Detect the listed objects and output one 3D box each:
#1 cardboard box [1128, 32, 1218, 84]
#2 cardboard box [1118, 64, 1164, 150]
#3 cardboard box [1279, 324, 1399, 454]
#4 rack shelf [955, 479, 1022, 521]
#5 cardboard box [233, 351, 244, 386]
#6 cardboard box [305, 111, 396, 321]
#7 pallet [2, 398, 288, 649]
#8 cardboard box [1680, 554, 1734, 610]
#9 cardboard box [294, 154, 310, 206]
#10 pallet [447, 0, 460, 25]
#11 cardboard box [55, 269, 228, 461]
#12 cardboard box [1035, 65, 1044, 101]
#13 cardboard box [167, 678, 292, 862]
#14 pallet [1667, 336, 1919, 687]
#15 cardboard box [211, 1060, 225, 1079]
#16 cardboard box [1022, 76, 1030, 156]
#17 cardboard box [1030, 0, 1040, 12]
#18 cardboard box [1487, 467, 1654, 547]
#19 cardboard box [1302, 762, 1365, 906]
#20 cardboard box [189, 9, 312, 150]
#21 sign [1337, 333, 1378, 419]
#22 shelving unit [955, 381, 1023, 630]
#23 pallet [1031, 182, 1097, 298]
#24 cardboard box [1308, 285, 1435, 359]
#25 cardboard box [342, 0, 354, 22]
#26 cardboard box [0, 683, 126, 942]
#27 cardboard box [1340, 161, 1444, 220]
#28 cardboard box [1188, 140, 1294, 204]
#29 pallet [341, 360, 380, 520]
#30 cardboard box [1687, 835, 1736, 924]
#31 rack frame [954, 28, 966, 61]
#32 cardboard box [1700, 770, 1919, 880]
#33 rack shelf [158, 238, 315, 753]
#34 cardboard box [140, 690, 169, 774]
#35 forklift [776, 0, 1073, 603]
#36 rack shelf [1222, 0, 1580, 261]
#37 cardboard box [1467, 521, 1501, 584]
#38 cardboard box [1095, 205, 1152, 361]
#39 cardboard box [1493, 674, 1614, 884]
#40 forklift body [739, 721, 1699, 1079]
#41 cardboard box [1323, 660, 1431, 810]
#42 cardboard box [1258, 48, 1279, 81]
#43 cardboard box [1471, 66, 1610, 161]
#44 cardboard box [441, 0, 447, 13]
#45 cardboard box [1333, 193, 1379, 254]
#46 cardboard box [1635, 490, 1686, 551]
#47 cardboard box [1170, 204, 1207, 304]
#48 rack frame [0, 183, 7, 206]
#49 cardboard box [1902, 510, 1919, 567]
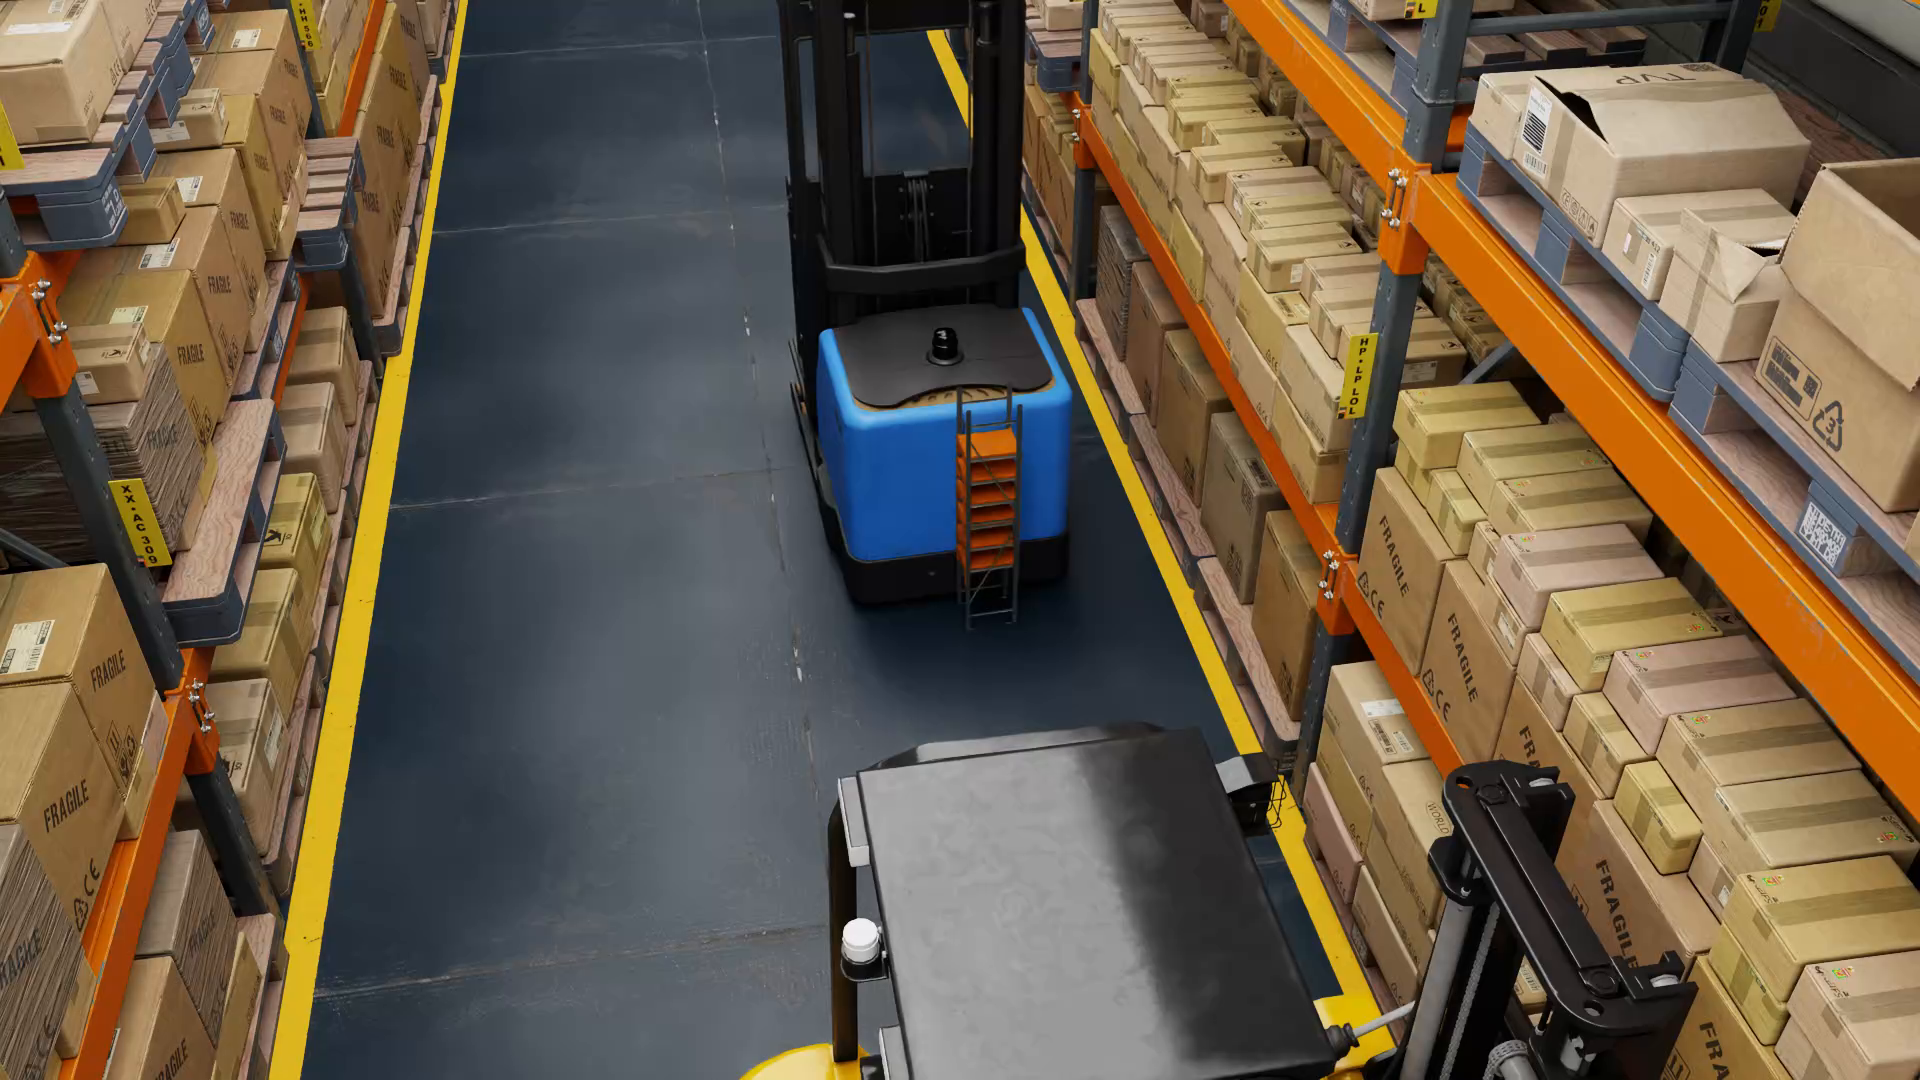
[{"bbox_3d":[1.039,-2.354,8.125,0.380,0.149,0.250,-5,38,-7],"label":"cardboard box"},{"bbox_3d":[1.079,-2.138,8.171,0.500,0.250,0.500,-5,38,-7],"label":"cardboard box"},{"bbox_3d":[1.518,-0.588,6.176,0.500,0.250,0.500,-7,38,-9],"label":"cardboard box"},{"bbox_3d":[0.124,-0.191,7.294,0.258,0.103,0.180,-8,38,-10],"label":"rack shelf"},{"bbox_3d":[-3.021,-0.703,6.472,0.380,0.149,0.250,-6,38,-8],"label":"cardboard box"},{"bbox_3d":[-3.771,-1.813,9.428,0.875,0.875,0.875,-7,38,-8],"label":"cardboard box"},{"bbox_3d":[-3.021,-0.046,5.920,1.003,0.211,1.213,-6,38,-8],"label":"pallet"},{"bbox_3d":[2.365,0.151,4.900,0.380,0.149,0.250,-6,38,-8],"label":"cardboard box"},{"bbox_3d":[-3.236,-1.653,7.695,0.380,0.149,0.250,-7,38,-8],"label":"cardboard box"},{"bbox_3d":[-4.706,-4.581,13.875,1.003,0.211,1.213,-6,38,-8],"label":"pallet"},{"bbox_3d":[-2.918,-0.584,5.790,0.500,0.500,0.500,-6,38,-8],"label":"cardboard box"},{"bbox_3d":[0.692,-2.943,10.659,0.380,0.149,0.250,-7,38,-9],"label":"cardboard box"},{"bbox_3d":[-3.124,0.911,6.332,0.950,0.372,0.625,-6,38,-7],"label":"cardboard box"},{"bbox_3d":[2.242,-0.082,3.438,1.003,0.211,1.213,-6,38,-8],"label":"pallet"},{"bbox_3d":[-2.558,1.925,5.127,0.500,0.250,0.500,-7,38,-9],"label":"cardboard box"},{"bbox_3d":[0.588,-2.938,11.182,0.500,0.500,0.500,-8,38,-10],"label":"cardboard box"},{"bbox_3d":[0.651,-3.305,9.740,0.500,0.250,0.500,-8,39,-10],"label":"cardboard box"},{"bbox_3d":[1.808,-0.068,4.939,0.380,0.149,0.250,-7,38,-9],"label":"cardboard box"},{"bbox_3d":[1.615,1.067,6.230,0.500,0.250,0.500,-6,38,-7],"label":"cardboard box"},{"bbox_3d":[-3.378,-2.138,7.791,0.500,0.500,0.500,-7,38,-9],"label":"cardboard box"},{"bbox_3d":[1.324,-0.542,5.523,0.100,0.325,0.005,-6,38,-8],"label":"sign"},{"bbox_3d":[0.124,-0.131,7.341,0.258,1.200,0.189,-8,38,-10],"label":"shelving unit"},{"bbox_3d":[1.061,-1.950,10.488,1.003,0.211,1.213,-6,38,-8],"label":"pallet"},{"bbox_3d":[1.515,-0.812,6.140,0.380,0.149,0.250,-7,38,-9],"label":"cardboard box"},{"bbox_3d":[-3.742,-3.146,9.469,0.500,0.250,0.500,-6,38,-8],"label":"cardboard box"},{"bbox_3d":[-2.610,0.751,4.415,0.500,0.500,0.500,-5,38,-6],"label":"cardboard box"},{"bbox_3d":[1.834,-1.487,7.009,0.380,0.149,0.250,-7,38,-8],"label":"cardboard box"},{"bbox_3d":[1.202,-1.579,7.127,0.380,0.149,0.250,-7,38,-9],"label":"cardboard box"},{"bbox_3d":[-3.596,-0.487,8.605,1.003,0.211,1.213,-6,38,-8],"label":"pallet"},{"bbox_3d":[2.017,0.828,4.029,0.380,0.149,0.250,-6,38,-8],"label":"cardboard box"},{"bbox_3d":[0.454,-5.012,12.157,1.000,3.000,0.127,-6,38,-8],"label":"rack frame"},{"bbox_3d":[2.012,0.703,3.947,0.380,0.149,0.250,-6,38,-7],"label":"cardboard box"},{"bbox_3d":[-3.381,-0.568,7.023,1.077,0.370,4.000,-6,38,-8],"label":"rack shelf"},{"bbox_3d":[-2.674,0.616,5.116,0.380,0.149,0.250,-7,38,-8],"label":"cardboard box"},{"bbox_3d":[-0.302,-1.772,8.041,1.130,2.935,3.031,-8,38,-10],"label":"forklift"},{"bbox_3d":[1.506,-2.289,6.792,1.077,0.370,4.000,-6,38,-8],"label":"rack shelf"},{"bbox_3d":[1.773,0.055,5.023,0.380,0.149,0.250,-6,38,-8],"label":"cardboard box"},{"bbox_3d":[1.251,-1.446,9.160,0.875,0.625,0.625,-5,38,-7],"label":"cardboard box"},{"bbox_3d":[1.874,0.695,4.729,0.500,0.500,0.500,-7,38,-8],"label":"cardboard box"},{"bbox_3d":[0.429,1.622,4.309,2.313,2.155,1.214,-6,38,-8],"label":"forklift body"},{"bbox_3d":[1.632,0.671,5.926,0.500,0.250,0.500,-7,38,-9],"label":"cardboard box"},{"bbox_3d":[1.664,-2.268,8.013,0.380,0.149,0.250,-7,38,-9],"label":"cardboard box"},{"bbox_3d":[1.636,-1.167,4.543,0.380,0.149,0.250,-5,38,-7],"label":"cardboard box"},{"bbox_3d":[-4.594,-4.562,13.323,0.875,0.438,0.875,-7,38,-9],"label":"cardboard box"},{"bbox_3d":[1.863,-1.268,7.052,0.500,0.250,0.500,-7,38,-9],"label":"cardboard box"},{"bbox_3d":[2.272,-0.119,5.005,0.380,0.149,0.250,-7,38,-8],"label":"cardboard box"},{"bbox_3d":[1.262,-1.315,7.519,0.500,0.250,0.500,-5,38,-6],"label":"cardboard box"},{"bbox_3d":[-3.030,-2.013,3.406,1.000,3.000,0.127,-6,38,-8],"label":"rack frame"},{"bbox_3d":[2.159,-0.064,2.837,0.700,0.500,0.500,-6,38,-8],"label":"cardboard box"}]
